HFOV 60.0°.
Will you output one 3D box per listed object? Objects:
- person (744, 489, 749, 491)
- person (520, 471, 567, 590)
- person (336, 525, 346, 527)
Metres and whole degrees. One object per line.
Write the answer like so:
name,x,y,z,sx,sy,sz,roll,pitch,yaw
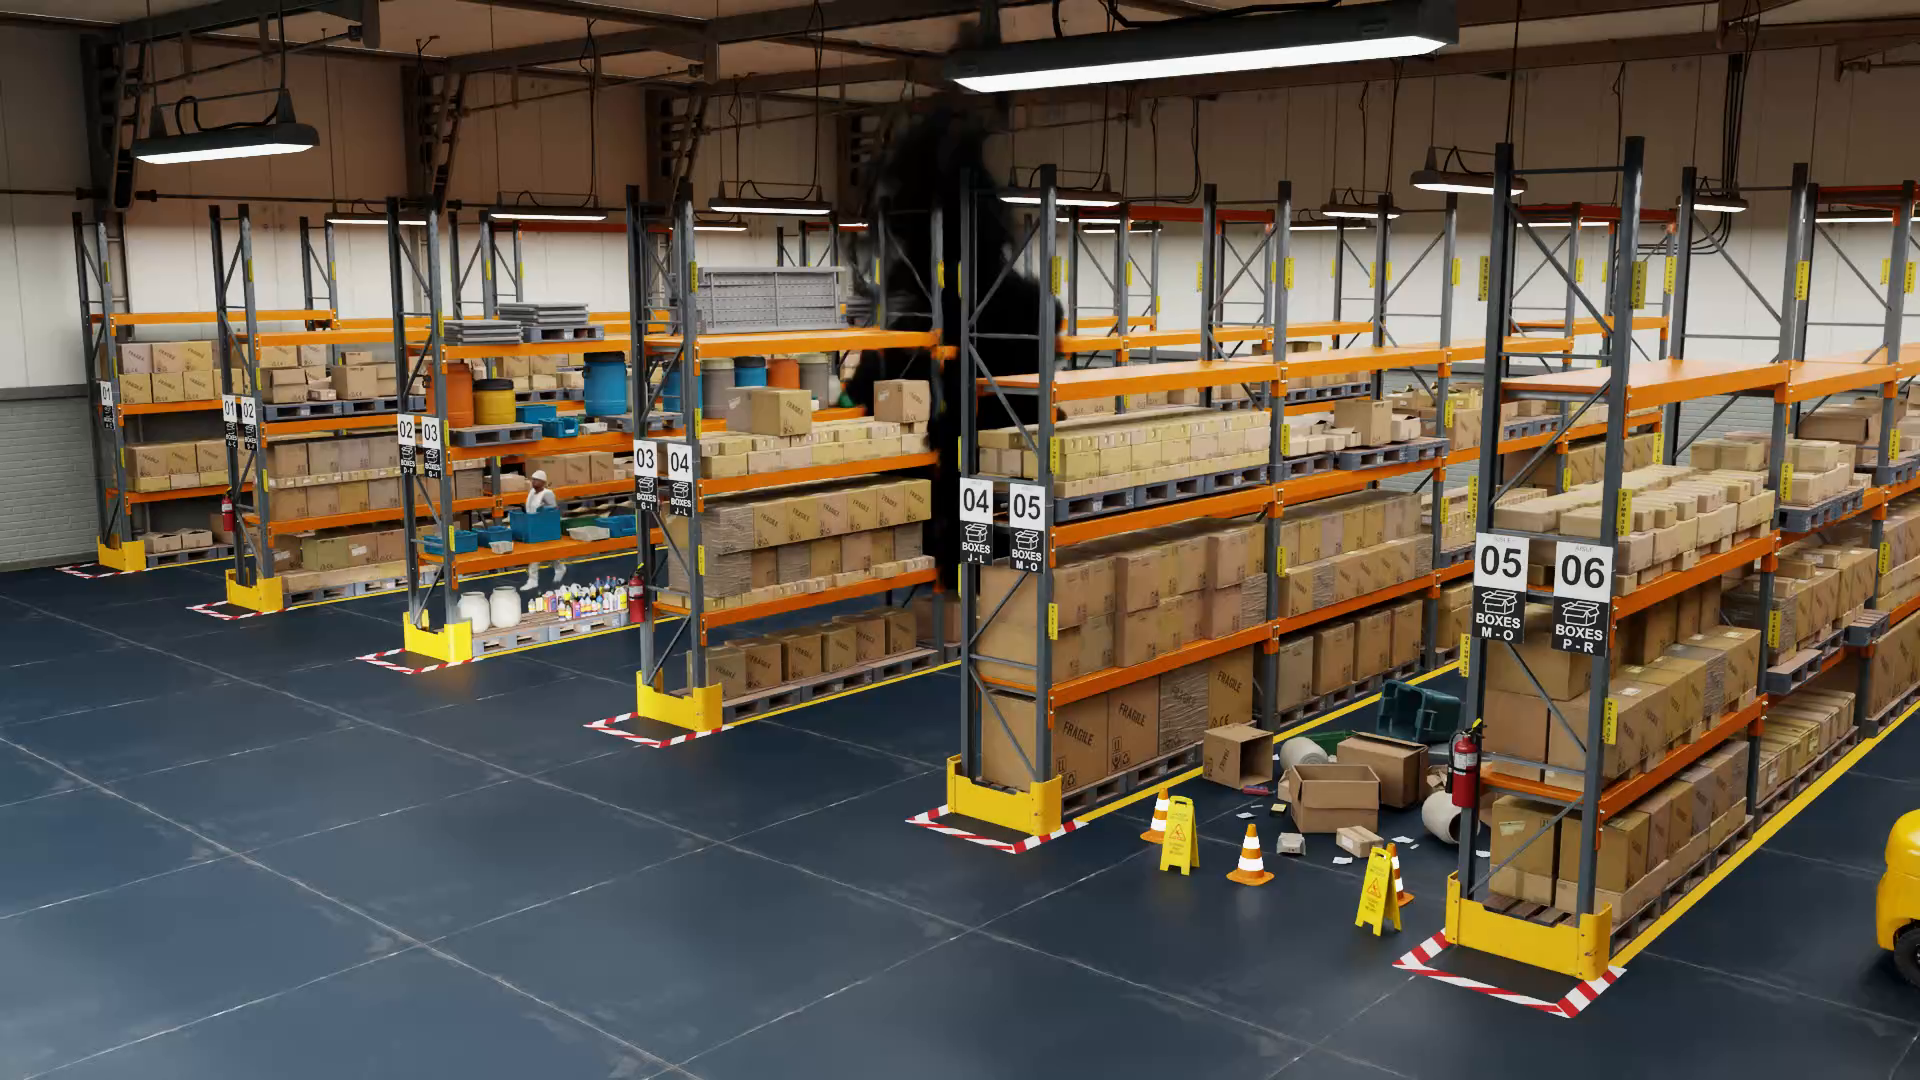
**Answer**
person,-3.551,-0.857,29.403,0.714,1.750,0.559,7,12,34
person,-6.363,-0.160,25.189,0.681,1.793,0.796,8,12,40
person,-10.485,-0.354,28.227,0.637,1.763,0.711,6,11,32
